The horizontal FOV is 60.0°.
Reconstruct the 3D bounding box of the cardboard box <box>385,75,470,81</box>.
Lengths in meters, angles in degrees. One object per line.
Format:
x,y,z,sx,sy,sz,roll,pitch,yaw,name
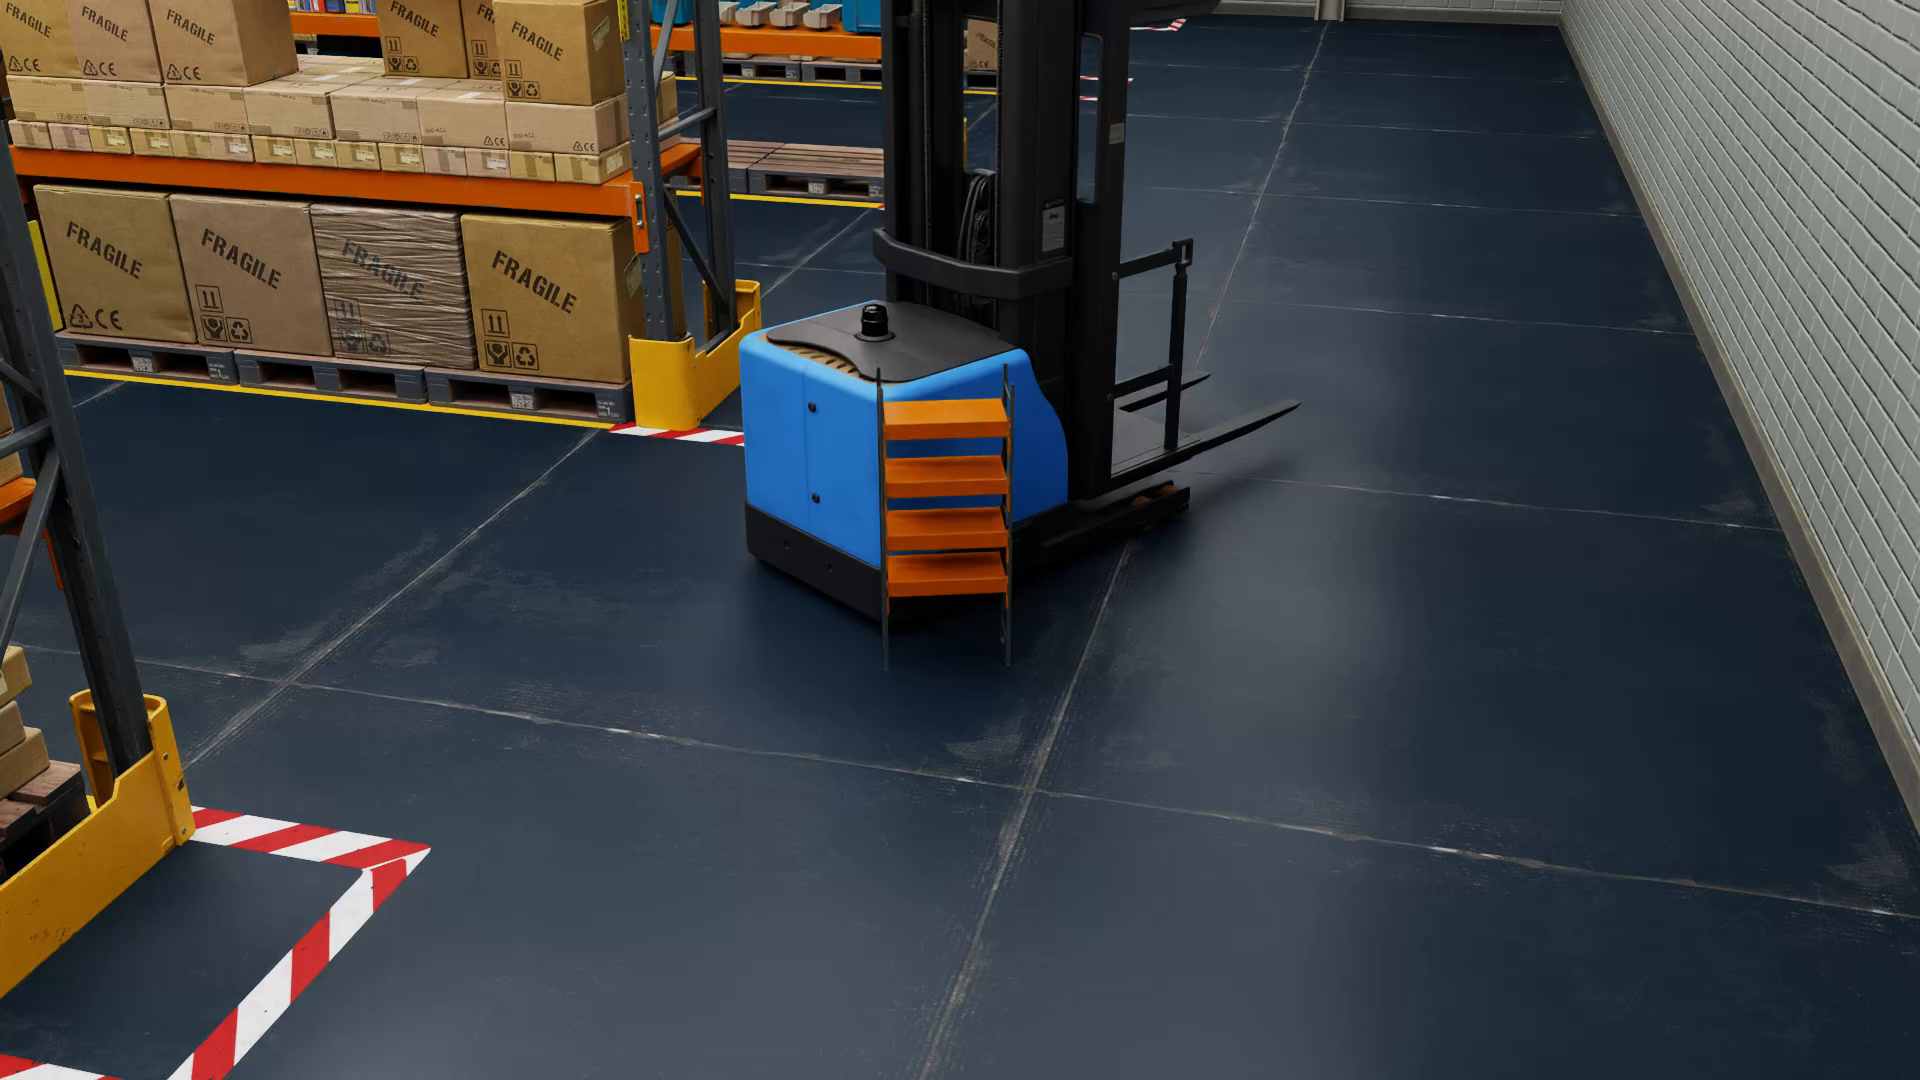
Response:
-2.883,-2.537,9.418,0.500,0.250,0.500,5,26,11,cardboard box

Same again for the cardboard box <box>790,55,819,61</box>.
-1.705,-5.446,18.485,0.250,0.166,0.380,6,26,13,cardboard box

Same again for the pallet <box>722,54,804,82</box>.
-2.233,-5.417,18.884,1.213,0.211,1.003,6,26,13,pallet

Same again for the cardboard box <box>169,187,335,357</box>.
-3.878,-1.657,9.724,0.875,0.875,0.875,6,26,13,cardboard box

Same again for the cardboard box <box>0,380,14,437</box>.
-3.194,-0.487,4.821,0.500,0.500,0.500,8,26,15,cardboard box

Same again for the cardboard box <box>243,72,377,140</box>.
-3.520,-2.370,9.066,0.500,0.250,0.500,6,26,13,cardboard box

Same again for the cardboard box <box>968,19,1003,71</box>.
0.388,-5.348,17.890,0.500,0.500,0.500,6,26,13,cardboard box

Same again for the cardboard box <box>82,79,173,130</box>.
-4.499,-2.479,9.295,0.500,0.250,0.500,6,26,13,cardboard box

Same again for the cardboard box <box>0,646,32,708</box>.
-3.251,0.487,5.374,0.250,0.149,0.380,5,26,11,cardboard box

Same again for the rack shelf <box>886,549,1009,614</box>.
-0.059,0.164,6.629,0.480,0.148,0.258,-2,26,-5,rack shelf

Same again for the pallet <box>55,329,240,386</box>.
-4.652,-1.254,10.138,1.213,0.211,1.003,6,26,13,pallet

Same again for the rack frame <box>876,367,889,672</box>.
-0.302,-0.067,6.495,0.015,1.200,0.240,-2,26,-5,rack frame

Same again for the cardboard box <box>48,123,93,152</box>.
-4.911,-2.315,9.416,0.250,0.149,0.380,5,26,11,cardboard box

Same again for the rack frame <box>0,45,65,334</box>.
-5.369,-2.627,9.778,0.127,3.000,1.000,6,26,13,rack frame

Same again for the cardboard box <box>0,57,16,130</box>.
-5.890,-2.608,9.623,0.500,0.500,0.500,6,26,13,cardboard box

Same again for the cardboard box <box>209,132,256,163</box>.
-3.910,-2.205,9.184,0.250,0.149,0.380,7,26,14,cardboard box

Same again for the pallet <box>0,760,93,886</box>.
-3.680,1.005,5.394,1.213,0.211,1.003,6,26,13,pallet

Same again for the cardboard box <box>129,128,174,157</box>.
-4.400,-2.260,9.299,0.250,0.149,0.380,6,26,12,cardboard box

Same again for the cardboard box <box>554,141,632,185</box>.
-1.922,-1.986,8.725,0.250,0.149,0.380,7,26,14,cardboard box

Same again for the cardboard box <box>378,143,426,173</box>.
-2.911,-2.095,8.953,0.250,0.149,0.380,6,26,12,cardboard box

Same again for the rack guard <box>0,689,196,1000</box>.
-2.902,0.976,5.118,0.348,0.500,1.175,6,26,13,rack guard

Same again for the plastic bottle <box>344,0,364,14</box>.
-5.107,-4.629,14.040,0.185,0.351,0.144,6,26,13,plastic bottle

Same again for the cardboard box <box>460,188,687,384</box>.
-2.135,-1.464,9.319,0.875,0.875,0.875,6,26,13,cardboard box

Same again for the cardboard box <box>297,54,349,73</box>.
-3.880,-2.646,9.648,0.500,0.250,0.500,7,26,14,cardboard box

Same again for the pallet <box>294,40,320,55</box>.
-7.559,-6.024,20.158,1.213,0.211,1.003,6,26,13,pallet

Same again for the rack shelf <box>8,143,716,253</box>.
-3.432,-2.088,9.483,4.000,0.370,1.077,6,26,13,rack shelf

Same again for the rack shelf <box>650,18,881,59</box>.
-2.198,-4.150,13.814,4.000,0.370,1.077,6,26,13,rack shelf

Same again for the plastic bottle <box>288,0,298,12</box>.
-5.689,-4.615,14.186,0.097,0.201,0.097,0,25,0,plastic bottle

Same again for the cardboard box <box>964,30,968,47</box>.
0.036,-5.509,18.519,0.500,0.250,0.500,6,26,13,cardboard box

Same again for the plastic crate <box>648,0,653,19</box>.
-2.702,-4.422,13.617,0.530,0.282,0.437,6,26,13,plastic crate

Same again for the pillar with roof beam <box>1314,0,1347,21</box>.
3.964,-9.373,16.968,0.400,9.000,9.100,6,26,13,pillar with roof beam

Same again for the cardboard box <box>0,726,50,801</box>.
-3.256,0.764,5.484,0.250,0.149,0.380,7,26,14,cardboard box

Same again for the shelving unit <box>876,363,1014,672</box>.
-0.059,-0.077,6.515,0.503,1.200,0.258,-2,26,-5,shelving unit

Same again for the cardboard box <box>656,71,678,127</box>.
-1.892,-2.429,9.191,0.500,0.250,0.500,6,26,12,cardboard box

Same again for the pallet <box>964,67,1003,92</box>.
0.130,-5.156,18.335,1.213,0.211,1.003,6,26,13,pallet

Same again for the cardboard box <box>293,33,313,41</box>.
-7.842,-6.135,19.858,0.500,0.250,0.500,6,26,12,cardboard box

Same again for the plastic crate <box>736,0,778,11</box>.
-1.694,-4.517,13.872,0.300,0.233,0.416,6,26,13,plastic crate

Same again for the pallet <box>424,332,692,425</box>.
-2.289,-0.993,9.589,1.213,0.211,1.003,6,26,13,pallet

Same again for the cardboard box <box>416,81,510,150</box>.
-2.521,-2.261,8.838,0.500,0.250,0.500,6,26,12,cardboard box

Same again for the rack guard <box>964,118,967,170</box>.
-0.235,-3.135,13.753,0.348,0.500,1.175,6,26,13,rack guard

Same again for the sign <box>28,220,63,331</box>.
-2.693,-0.761,4.852,0.005,0.325,0.100,6,26,13,sign

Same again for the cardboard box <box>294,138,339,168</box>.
-3.402,-2.150,9.069,0.250,0.149,0.380,7,26,14,cardboard box

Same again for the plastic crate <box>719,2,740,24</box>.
-1.940,-4.261,13.448,0.250,0.136,0.298,6,26,13,plastic crate

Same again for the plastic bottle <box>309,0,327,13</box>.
-5.440,-4.634,14.137,0.135,0.276,0.152,6,26,13,plastic bottle

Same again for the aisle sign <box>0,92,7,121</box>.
-2.683,-1.435,4.251,0.004,0.787,0.394,6,26,13,aisle sign

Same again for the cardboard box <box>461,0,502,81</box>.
-2.377,-2.821,9.142,0.500,0.500,0.500,6,26,12,cardboard box

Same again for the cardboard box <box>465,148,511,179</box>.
-2.418,-2.041,8.839,0.250,0.149,0.380,6,26,13,cardboard box

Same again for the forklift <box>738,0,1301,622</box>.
0.460,-1.508,7.507,3.031,2.935,1.130,-22,33,-38,forklift

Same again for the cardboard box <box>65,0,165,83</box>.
-4.494,-2.818,9.136,0.500,0.500,0.500,6,26,13,cardboard box

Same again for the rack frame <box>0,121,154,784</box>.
-2.828,-0.144,4.564,0.127,3.000,1.000,6,26,13,rack frame

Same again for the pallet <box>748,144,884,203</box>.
-1.050,-3.106,14.028,1.213,0.211,1.003,6,26,13,pallet

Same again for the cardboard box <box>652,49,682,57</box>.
-3.447,-5.754,18.743,0.500,0.500,0.500,6,26,13,cardboard box

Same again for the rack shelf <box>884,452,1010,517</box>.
-0.059,-0.218,6.448,0.480,0.148,0.258,-2,26,-5,rack shelf

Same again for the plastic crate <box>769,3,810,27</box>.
-1.373,-4.218,13.356,0.243,0.136,0.396,6,26,13,plastic crate

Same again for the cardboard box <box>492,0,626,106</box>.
-2.032,-2.546,8.565,0.500,0.500,0.500,7,26,14,cardboard box

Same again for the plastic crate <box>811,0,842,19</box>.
-1.056,-4.446,13.724,0.300,0.233,0.416,6,26,13,plastic crate
